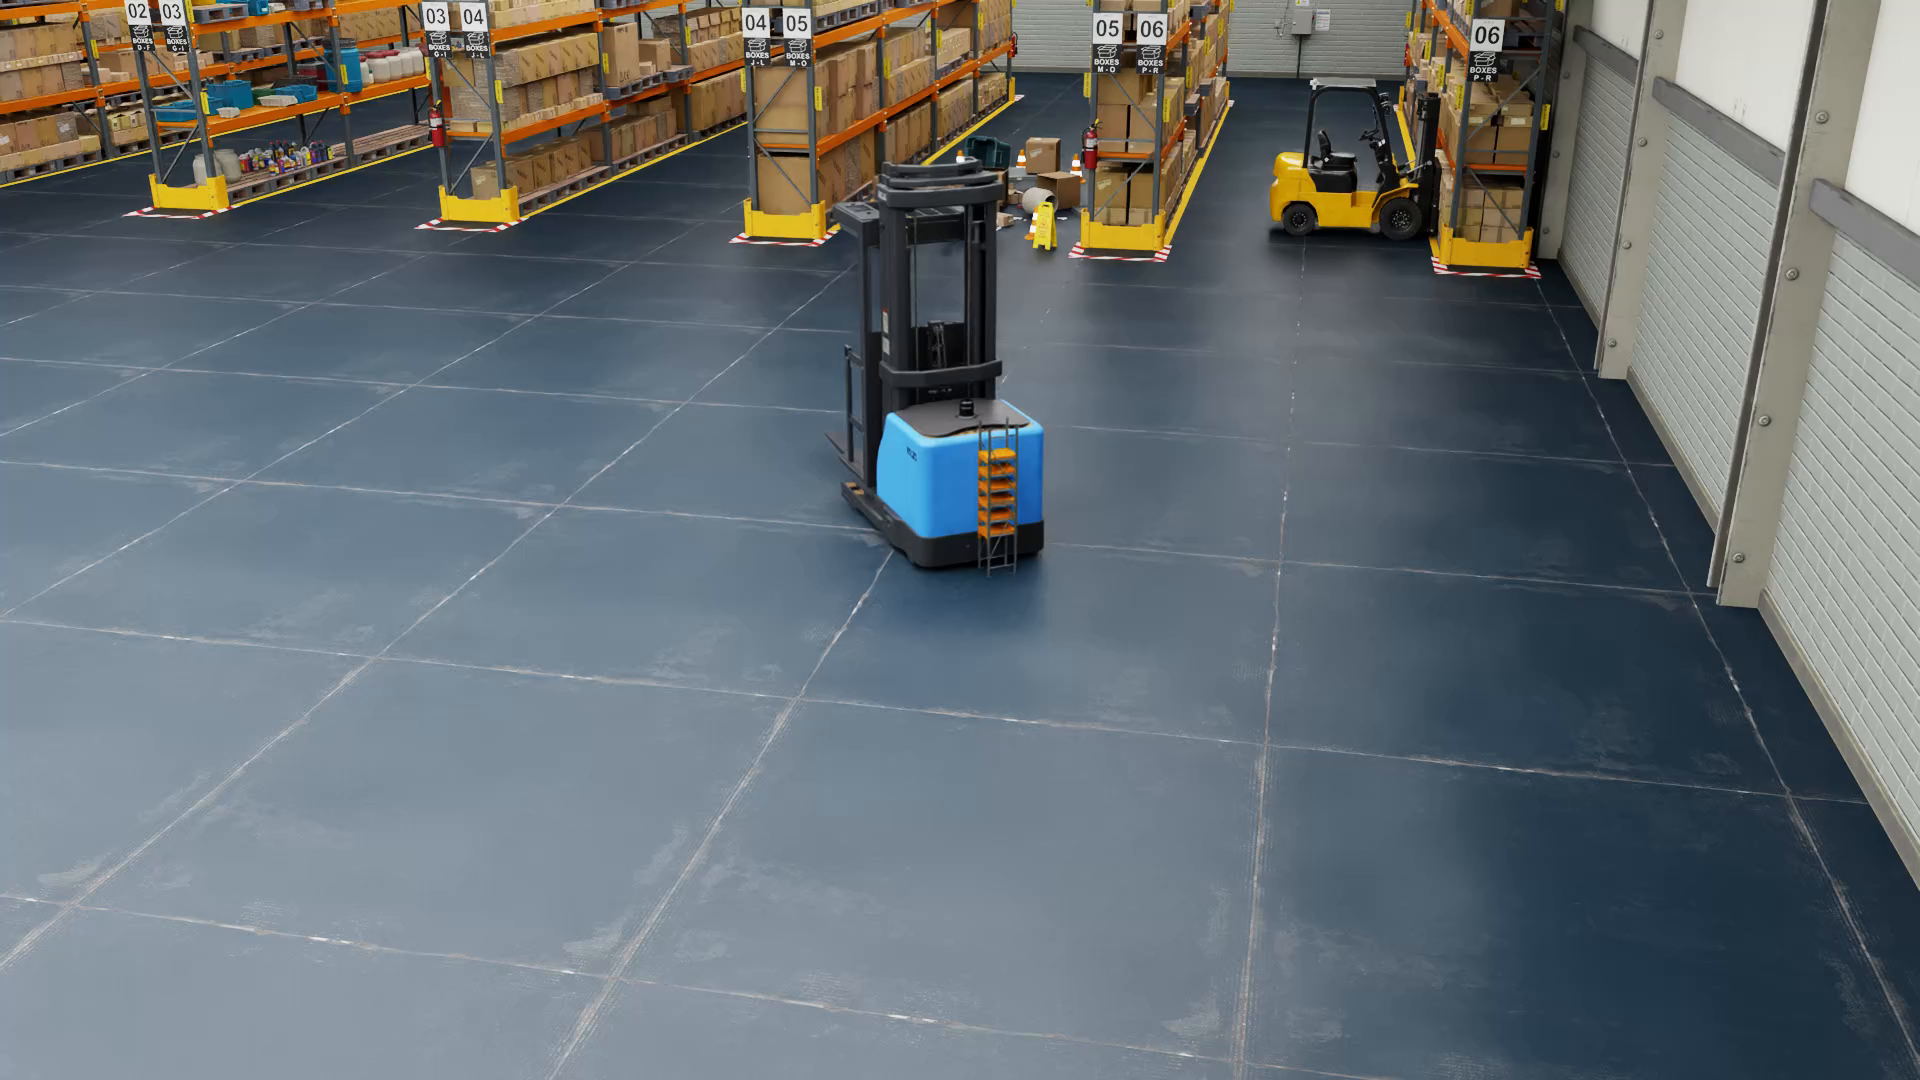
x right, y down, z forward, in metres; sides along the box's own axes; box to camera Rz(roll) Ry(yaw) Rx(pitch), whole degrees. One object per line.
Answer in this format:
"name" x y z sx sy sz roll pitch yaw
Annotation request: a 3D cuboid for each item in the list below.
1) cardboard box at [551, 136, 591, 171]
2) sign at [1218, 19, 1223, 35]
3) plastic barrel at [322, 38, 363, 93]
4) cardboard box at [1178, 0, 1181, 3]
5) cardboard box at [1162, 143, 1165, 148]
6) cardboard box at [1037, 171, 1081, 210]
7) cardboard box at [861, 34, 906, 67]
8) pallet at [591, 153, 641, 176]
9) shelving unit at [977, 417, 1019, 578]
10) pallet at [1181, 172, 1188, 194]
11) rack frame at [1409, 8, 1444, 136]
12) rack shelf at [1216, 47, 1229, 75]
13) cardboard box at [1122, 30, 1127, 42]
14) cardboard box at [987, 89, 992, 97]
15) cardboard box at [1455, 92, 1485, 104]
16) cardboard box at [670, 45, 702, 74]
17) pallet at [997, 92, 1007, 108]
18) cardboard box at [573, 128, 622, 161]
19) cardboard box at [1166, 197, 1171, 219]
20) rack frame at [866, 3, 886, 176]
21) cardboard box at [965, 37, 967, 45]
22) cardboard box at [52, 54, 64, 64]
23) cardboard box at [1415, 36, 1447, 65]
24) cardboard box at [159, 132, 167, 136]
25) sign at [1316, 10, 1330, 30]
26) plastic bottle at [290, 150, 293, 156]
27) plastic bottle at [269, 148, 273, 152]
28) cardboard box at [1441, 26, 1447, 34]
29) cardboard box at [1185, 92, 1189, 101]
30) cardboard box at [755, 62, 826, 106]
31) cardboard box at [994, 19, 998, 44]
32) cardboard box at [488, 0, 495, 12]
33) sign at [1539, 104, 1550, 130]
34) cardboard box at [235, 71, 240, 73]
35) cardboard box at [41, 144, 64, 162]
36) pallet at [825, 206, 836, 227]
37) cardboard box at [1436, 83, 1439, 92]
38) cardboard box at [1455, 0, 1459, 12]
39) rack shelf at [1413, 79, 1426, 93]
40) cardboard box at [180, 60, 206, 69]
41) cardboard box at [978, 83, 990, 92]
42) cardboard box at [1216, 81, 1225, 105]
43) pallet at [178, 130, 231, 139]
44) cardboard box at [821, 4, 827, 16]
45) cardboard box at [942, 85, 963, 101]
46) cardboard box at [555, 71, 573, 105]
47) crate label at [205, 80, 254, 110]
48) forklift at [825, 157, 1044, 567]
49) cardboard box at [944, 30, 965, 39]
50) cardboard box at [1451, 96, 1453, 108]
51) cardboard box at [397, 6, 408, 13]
"cardboard box" -6.704 -6.667 28.676 0.500 0.500 0.500 4 22 9
"sign" 5.284 -10.408 33.736 0.100 0.325 0.005 4 22 11
"plastic barrel" -11.057 -8.503 29.780 0.600 0.901 0.708 4 22 11
"cardboard box" 3.044 -7.957 24.349 0.380 0.149 0.250 5 22 12
"cardboard box" 2.745 -5.733 23.908 0.380 0.149 0.250 4 22 9
"cardboard box" 1.567 -5.573 26.518 0.500 0.500 0.500 -16 27 -35
"cardboard box" -1.342 -8.609 29.243 0.700 0.500 0.500 4 22 10
"pallet" -6.426 -6.766 29.871 1.003 0.211 1.213 4 22 11
"shelving unit" 0.286 -0.314 12.527 0.258 1.200 0.189 -9 23 -20
"pallet" 3.276 -6.011 27.995 1.003 0.211 1.213 4 22 11
"rack frame" 9.610 -9.568 33.095 1.000 3.000 0.127 4 22 11
"rack shelf" 5.159 -10.343 35.982 1.077 0.370 4.000 4 22 11
"cardboard box" 2.101 -6.983 22.998 0.380 0.149 0.250 5 22 11
"cardboard box" 0.500 -9.880 36.726 0.380 0.149 0.250 4 22 11
"cardboard box" 7.144 -6.191 23.310 0.380 0.149 0.250 5 22 12
"cardboard box" -5.402 -9.441 32.646 0.500 0.500 0.500 5 22 12
"pallet" 0.484 -10.133 38.230 1.003 0.211 1.213 4 22 11
"cardboard box" -6.437 -7.042 29.581 0.700 0.500 0.500 3 22 7
"cardboard box" 2.849 -4.936 24.712 0.500 0.250 0.500 5 23 13
"rack frame" -1.748 -7.360 27.612 1.000 3.000 0.127 4 22 11
"cardboard box" -0.056 -10.245 34.151 0.380 0.149 0.250 5 22 11
"cardboard box" -16.230 -8.576 29.631 0.380 0.149 0.250 4 22 9
"cardboard box" 9.187 -9.460 32.131 0.700 0.500 0.500 5 22 12
"cardboard box" -15.747 -7.956 32.211 0.500 0.250 0.500 4 22 9
"sign" 9.247 -13.252 42.371 0.329 0.494 0.001 4 22 11
"plastic bottle" -11.528 -6.599 28.771 0.061 0.283 0.133 4 22 11
"plastic bottle" -12.035 -6.701 29.041 0.097 0.271 0.097 0 22 0
"cardboard box" 10.175 -10.509 34.230 0.500 0.500 0.500 4 22 9
"cardboard box" 3.540 -7.276 27.178 0.380 0.149 0.250 5 22 12
"cardboard box" -2.451 -6.600 24.080 0.875 0.550 0.550 4 22 11
"cardboard box" 0.544 -11.193 36.598 0.500 0.500 0.500 6 23 14
"cardboard box" -7.117 -7.902 24.610 0.380 0.149 0.250 4 22 11
"sign" 7.704 -5.573 21.911 0.100 0.325 0.005 4 22 11
"cardboard box" -18.727 -12.068 42.086 0.700 0.500 0.500 4 22 11
"cardboard box" -16.360 -6.898 29.585 0.500 0.250 0.500 4 22 11
"pallet" -2.478 -4.902 25.242 1.003 0.211 1.213 4 22 11
"cardboard box" 7.926 -7.192 26.728 0.500 0.250 0.500 4 22 10
"cardboard box" 7.570 -7.948 24.481 0.500 0.311 0.500 5 22 12
"rack shelf" 9.202 -8.503 31.414 1.077 0.370 4.000 4 22 11
"cardboard box" -15.377 -9.528 33.331 0.380 0.149 0.250 4 22 11
"cardboard box" 0.438 -9.920 36.428 0.380 0.149 0.250 5 22 12
"cardboard box" 5.351 -9.830 36.613 0.875 0.438 0.875 5 22 12
"pallet" -15.670 -8.402 33.934 1.003 0.211 1.213 4 22 11
"cardboard box" -2.130 -7.607 23.851 0.380 0.149 0.250 5 22 11
"cardboard box" -0.232 -8.995 33.454 0.500 0.250 0.500 3 22 9
"cardboard box" -6.876 -7.428 27.251 0.875 0.500 0.500 4 22 11
"crate label" -12.138 -7.399 27.664 0.502 0.435 0.616 4 22 11
"forklift" -0.364 -1.669 13.575 1.130 2.935 3.031 -9 23 -20
"cardboard box" -0.115 -10.285 33.854 0.380 0.149 0.250 4 22 9
"cardboard box" 7.321 -6.329 24.051 0.380 0.149 0.250 4 22 10
"cardboard box" -13.756 -13.061 40.298 0.500 0.500 0.500 5 22 12
